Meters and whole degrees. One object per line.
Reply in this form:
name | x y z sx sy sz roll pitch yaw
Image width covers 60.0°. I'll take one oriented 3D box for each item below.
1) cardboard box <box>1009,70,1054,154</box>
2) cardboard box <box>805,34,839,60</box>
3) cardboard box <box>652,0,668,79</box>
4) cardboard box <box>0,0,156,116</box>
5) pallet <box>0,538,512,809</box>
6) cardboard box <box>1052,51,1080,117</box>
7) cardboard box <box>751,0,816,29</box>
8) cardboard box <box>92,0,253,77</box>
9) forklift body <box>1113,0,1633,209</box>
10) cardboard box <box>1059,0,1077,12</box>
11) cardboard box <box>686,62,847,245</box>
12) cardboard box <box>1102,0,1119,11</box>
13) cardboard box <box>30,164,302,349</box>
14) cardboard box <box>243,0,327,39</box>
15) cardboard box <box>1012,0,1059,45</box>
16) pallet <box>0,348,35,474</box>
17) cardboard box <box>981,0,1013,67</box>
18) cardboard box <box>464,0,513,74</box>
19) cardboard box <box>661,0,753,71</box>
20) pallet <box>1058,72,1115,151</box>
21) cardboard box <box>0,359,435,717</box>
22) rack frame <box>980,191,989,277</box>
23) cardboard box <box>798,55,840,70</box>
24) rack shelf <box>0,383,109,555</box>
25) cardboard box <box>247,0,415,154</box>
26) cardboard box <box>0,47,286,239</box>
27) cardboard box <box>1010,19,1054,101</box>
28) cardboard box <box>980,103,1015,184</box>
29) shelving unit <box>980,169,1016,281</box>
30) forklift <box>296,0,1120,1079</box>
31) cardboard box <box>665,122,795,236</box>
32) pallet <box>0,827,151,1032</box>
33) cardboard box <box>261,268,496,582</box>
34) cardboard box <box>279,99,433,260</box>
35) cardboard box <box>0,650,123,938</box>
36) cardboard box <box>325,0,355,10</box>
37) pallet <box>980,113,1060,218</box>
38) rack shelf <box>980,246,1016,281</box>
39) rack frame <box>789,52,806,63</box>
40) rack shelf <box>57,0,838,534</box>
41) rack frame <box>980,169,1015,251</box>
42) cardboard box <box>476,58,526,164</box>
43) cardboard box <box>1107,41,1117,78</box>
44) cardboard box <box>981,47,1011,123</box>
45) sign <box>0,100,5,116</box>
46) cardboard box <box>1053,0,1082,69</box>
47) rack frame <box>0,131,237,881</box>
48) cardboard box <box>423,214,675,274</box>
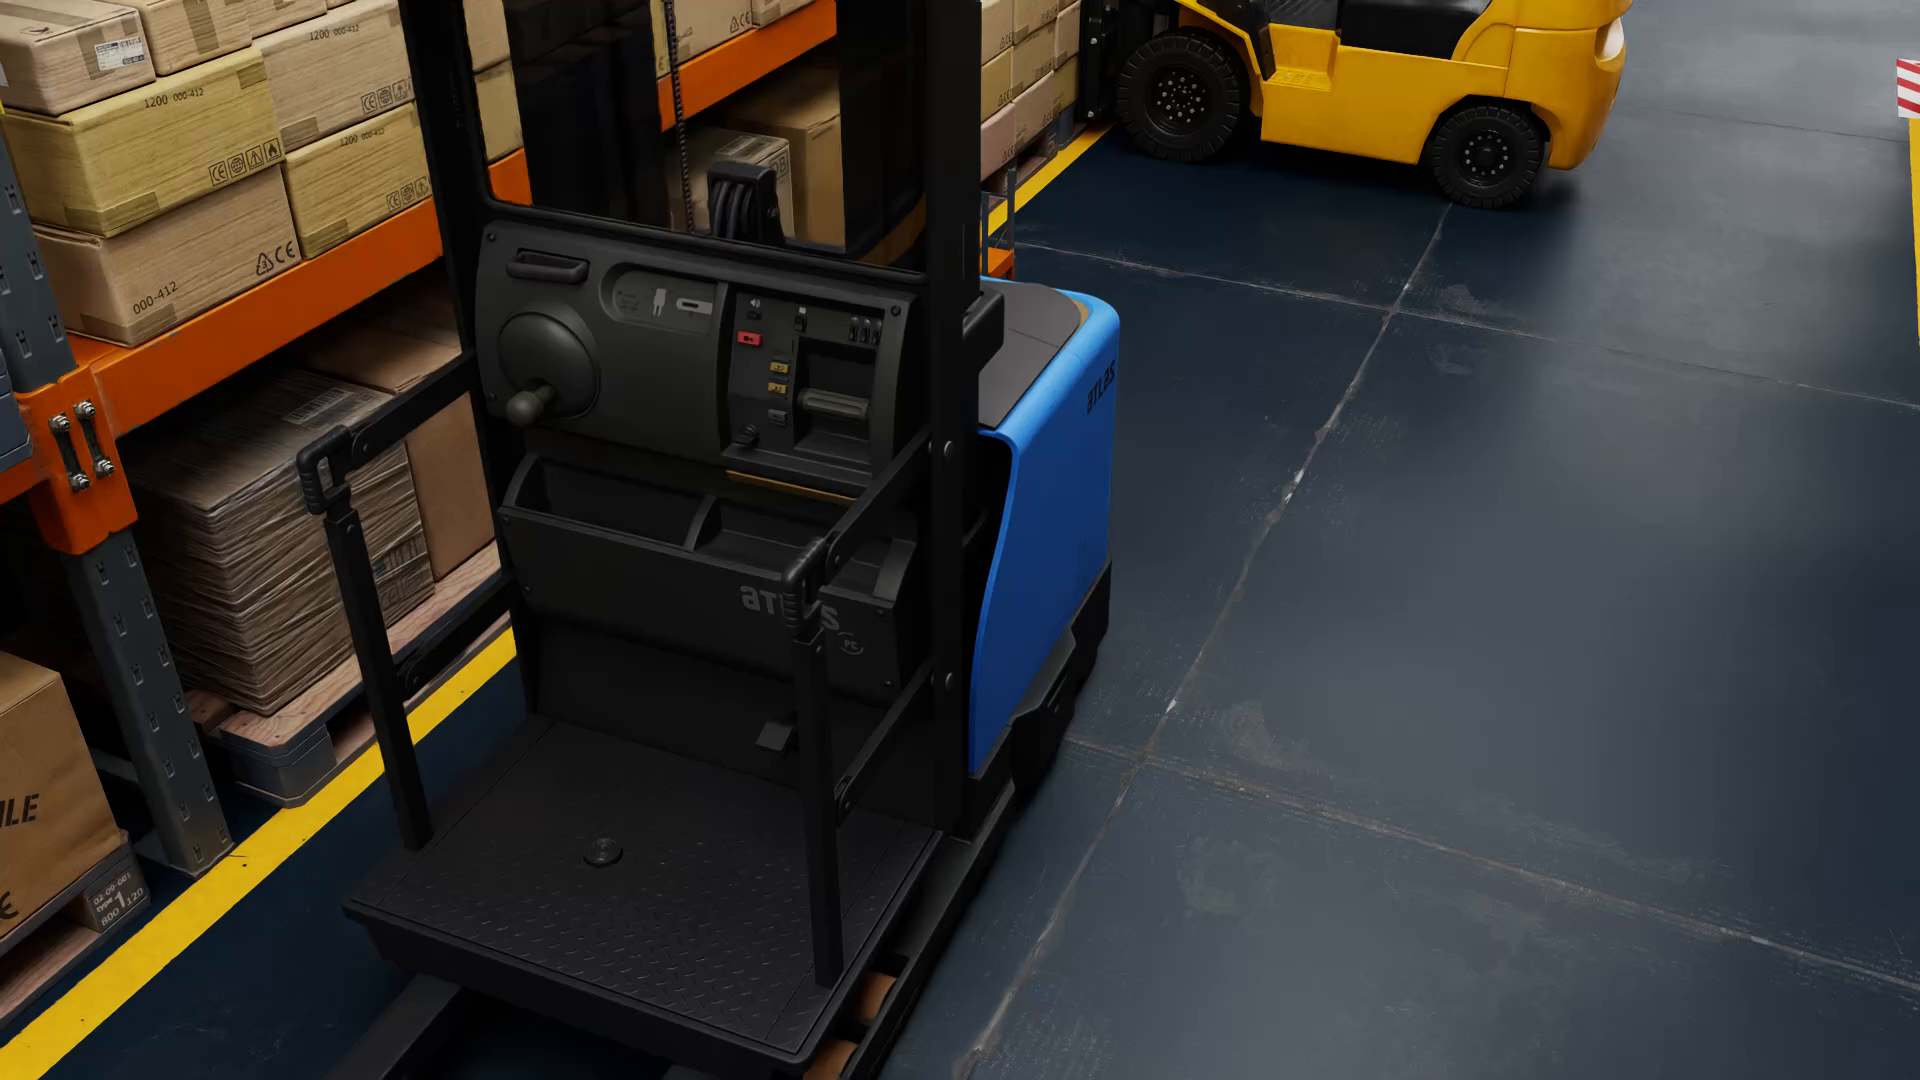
cardboard box | 0.113 -2.020 7.719 0.500 0.250 0.500 13 36 19
cardboard box | -0.559 -2.306 7.244 0.500 0.250 0.500 15 36 21
cardboard box | -1.212 -1.448 4.859 0.500 0.250 0.500 15 36 22
cardboard box | -1.861 -0.985 3.333 0.380 0.149 0.250 15 36 22
pallet | -1.882 0.185 4.776 1.003 0.211 1.213 14 36 20
cardboard box | 0.314 -2.279 8.115 0.500 0.250 0.500 15 36 21
cardboard box | -0.767 -1.947 5.621 0.500 0.250 0.500 14 36 20
cardboard box | -1.751 -1.118 3.536 0.380 0.149 0.250 15 36 22
forklift body | 1.948 -2.847 7.630 2.313 2.155 1.214 14 36 20
cardboard box | 0.319 -2.688 7.827 0.500 0.250 0.500 15 36 22
cardboard box | -0.797 -1.493 6.573 0.875 0.625 0.625 16 36 23
cardboard box | 0.536 -2.728 8.343 0.500 0.250 0.500 14 36 20
cardboard box | -1.855 -0.682 3.692 0.500 0.250 0.500 14 36 21
cardboard box | -1.667 -1.252 3.741 0.380 0.149 0.250 15 36 22
cardboard box | 0.122 -2.438 7.445 0.500 0.250 0.500 14 36 21
pallet | -2.482 -0.146 2.913 1.213 0.211 1.003 14 36 20
cardboard box | -0.101 -2.185 7.060 0.500 0.250 0.500 14 36 20
cardboard box | -1.409 -1.397 4.326 0.500 0.250 0.500 13 36 19
cardboard box | -1.003 -1.707 5.254 0.500 0.250 0.500 14 36 21
pallet | 0.291 -2.403 8.722 1.003 0.211 1.213 14 36 20
cardboard box | -1.989 -0.070 4.404 0.875 0.625 0.625 15 36 22
rack frame | -0.032 -0.463 4.862 0.240 1.200 0.006 14 36 20
cardboard box | -0.571 -2.097 7.381 0.500 0.250 0.500 13 36 19
rack shelf | -3.099 0.717 2.078 1.077 0.370 4.000 14 36 20
cardboard box | -1.644 -1.141 3.935 0.500 0.250 0.500 15 36 22
cardboard box | -1.832 -0.886 3.546 0.500 0.250 0.500 14 36 20
cardboard box | 0.103 -2.229 7.582 0.500 0.250 0.500 14 36 20
cardboard box | -0.086 -1.763 7.328 0.500 0.250 0.500 15 36 21
shelving unit | 0.006 -0.509 4.932 0.258 1.200 0.189 14 36 20
forklift | -0.612 -0.301 3.036 1.130 2.935 3.031 13 35 19
cardboard box | -1.129 -1.108 5.987 0.875 0.625 0.625 14 36 20
pallet | -2.609 0.949 3.610 1.003 0.211 1.213 14 36 20
cardboard box | -1.723 -0.398 4.903 0.875 0.625 0.625 15 36 22
cardboard box | -1.640 -0.932 4.072 0.500 0.250 0.500 13 36 19
cardboard box | -2.244 0.549 3.573 0.500 0.500 0.500 15 36 22
cardboard box | -1.569 -1.385 3.943 0.380 0.149 0.250 15 36 21
pallet | -0.218 -1.793 7.792 1.003 0.211 1.213 14 36 20
rack shelf | 0.006 -0.773 4.759 0.258 0.103 0.180 14 36 20
rack frame | -0.589 -2.572 6.438 1.000 3.000 0.127 14 36 20
rack shelf | -1.426 -1.276 5.116 1.077 0.370 4.000 14 36 20
rack frame | 0.044 -0.555 5.001 0.240 1.200 0.006 14 36 20
cardboard box | -1.431 -1.190 4.466 0.500 0.250 0.500 13 35 19
cardboard box | 0.544 -2.527 8.494 0.500 0.250 0.500 15 36 22
cardboard box | -0.106 -1.977 7.199 0.500 0.250 0.500 14 36 20
sign | -1.765 -0.912 2.921 0.100 0.325 0.005 14 36 20
cardboard box | 0.324 -2.476 7.960 0.500 0.250 0.500 14 36 20
rack frame | -2.262 -0.580 3.399 1.000 3.000 0.127 14 36 20
cardboard box | -1.441 -0.733 5.415 0.875 0.625 0.625 13 35 19
